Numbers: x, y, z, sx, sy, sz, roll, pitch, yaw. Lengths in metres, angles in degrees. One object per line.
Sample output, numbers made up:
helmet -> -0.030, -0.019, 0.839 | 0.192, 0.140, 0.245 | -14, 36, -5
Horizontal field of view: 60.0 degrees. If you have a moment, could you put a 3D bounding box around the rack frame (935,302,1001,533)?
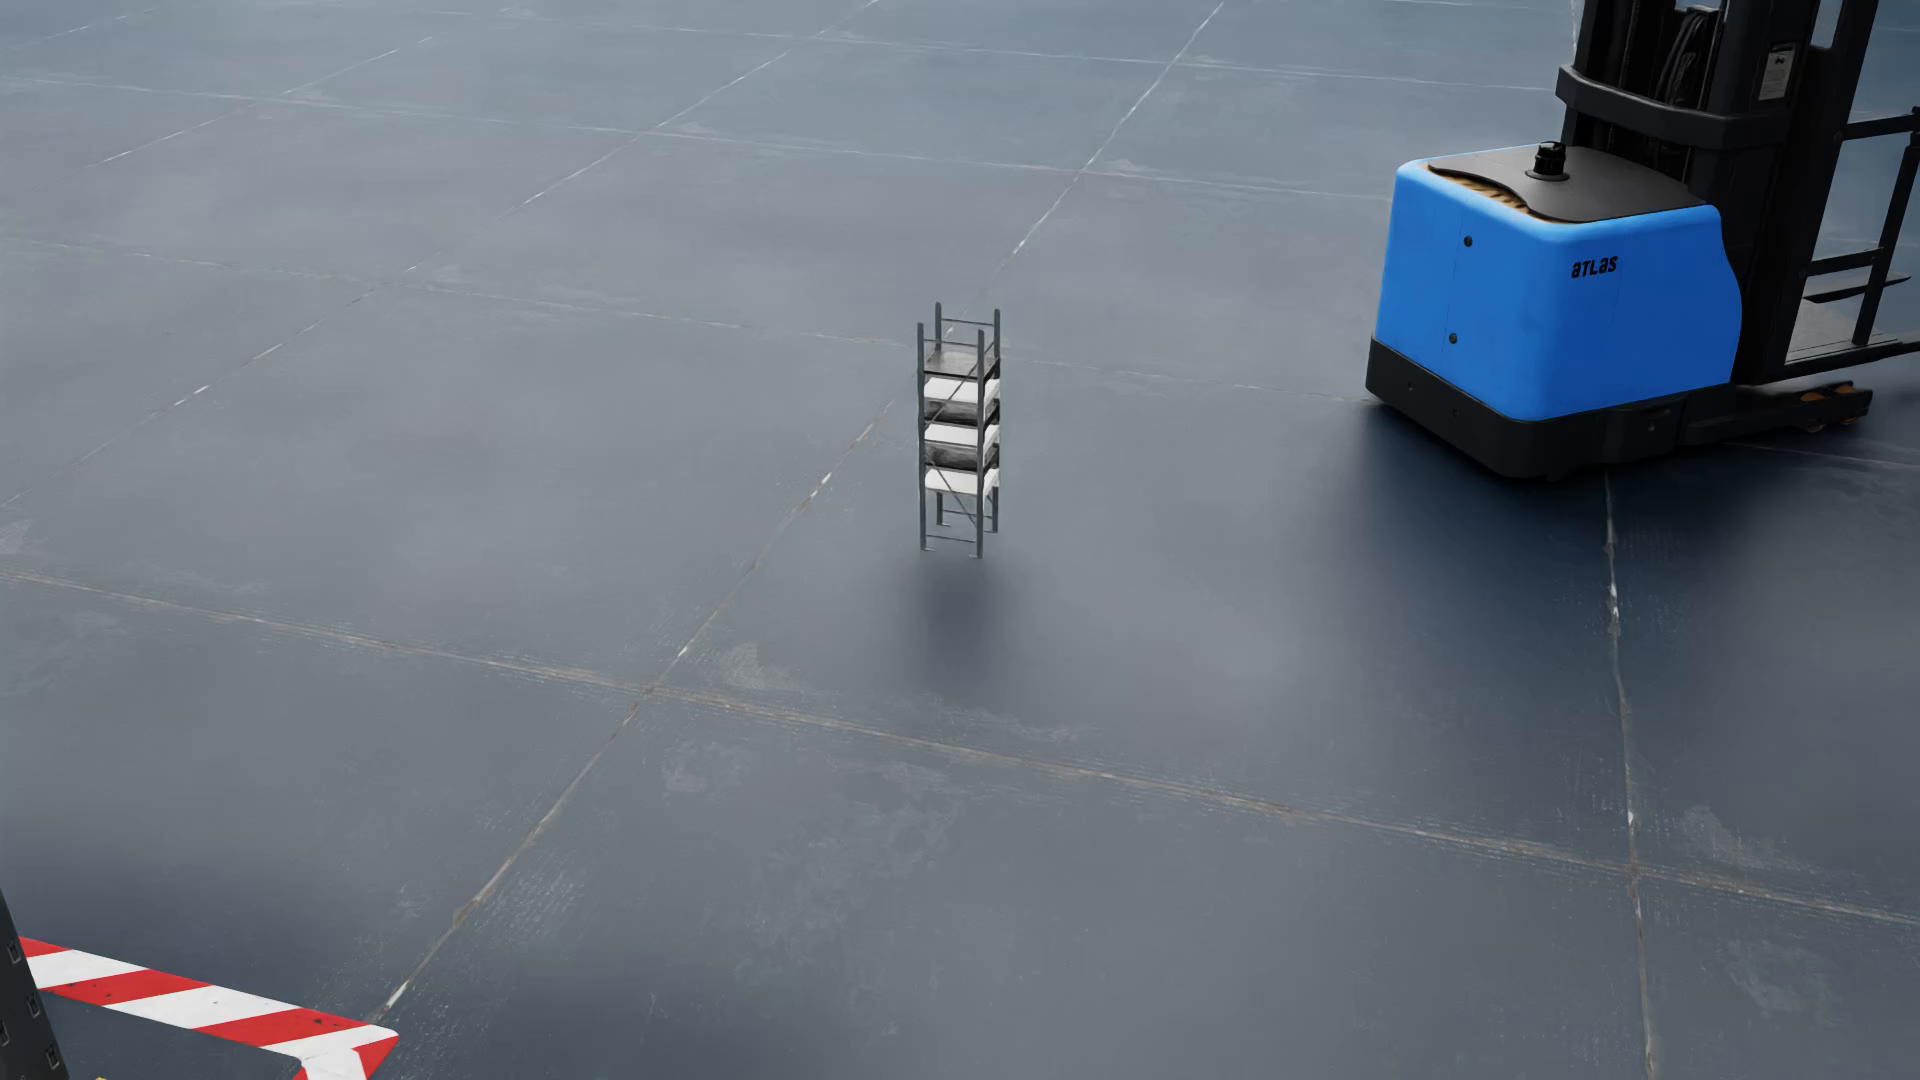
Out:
rack frame -> 0.027, -0.437, 6.109 | 0.240, 0.900, 0.006 | 8, 30, 15

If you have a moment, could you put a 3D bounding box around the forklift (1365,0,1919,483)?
forklift -> 3.348, -1.964, 6.765 | 3.031, 2.935, 1.130 | -12, 31, -20

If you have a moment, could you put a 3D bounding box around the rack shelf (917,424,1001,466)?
rack shelf -> -0.002, -0.360, 6.041 | 0.258, 0.077, 0.200 | 8, 30, 15

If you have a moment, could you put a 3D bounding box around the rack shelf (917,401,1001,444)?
rack shelf -> -0.002, -0.439, 5.997 | 0.258, 0.077, 0.200 | 8, 30, 15

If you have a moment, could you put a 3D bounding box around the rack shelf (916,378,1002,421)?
rack shelf -> -0.002, -0.518, 5.953 | 0.258, 0.077, 0.200 | 8, 30, 15

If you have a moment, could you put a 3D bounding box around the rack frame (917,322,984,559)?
rack frame -> -0.032, -0.342, 5.940 | 0.240, 0.900, 0.006 | 8, 30, 15

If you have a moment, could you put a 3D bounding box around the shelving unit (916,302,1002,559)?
shelving unit -> -0.002, -0.389, 6.024 | 0.258, 0.900, 0.210 | 8, 30, 15

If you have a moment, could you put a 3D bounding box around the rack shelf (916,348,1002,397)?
rack shelf -> -0.002, -0.596, 5.909 | 0.258, 0.077, 0.200 | 8, 30, 15

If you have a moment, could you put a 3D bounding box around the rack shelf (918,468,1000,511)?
rack shelf -> -0.002, -0.203, 6.128 | 0.258, 0.077, 0.200 | 8, 30, 15

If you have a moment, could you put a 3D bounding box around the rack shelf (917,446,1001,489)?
rack shelf -> -0.002, -0.282, 6.084 | 0.258, 0.077, 0.200 | 8, 30, 15
